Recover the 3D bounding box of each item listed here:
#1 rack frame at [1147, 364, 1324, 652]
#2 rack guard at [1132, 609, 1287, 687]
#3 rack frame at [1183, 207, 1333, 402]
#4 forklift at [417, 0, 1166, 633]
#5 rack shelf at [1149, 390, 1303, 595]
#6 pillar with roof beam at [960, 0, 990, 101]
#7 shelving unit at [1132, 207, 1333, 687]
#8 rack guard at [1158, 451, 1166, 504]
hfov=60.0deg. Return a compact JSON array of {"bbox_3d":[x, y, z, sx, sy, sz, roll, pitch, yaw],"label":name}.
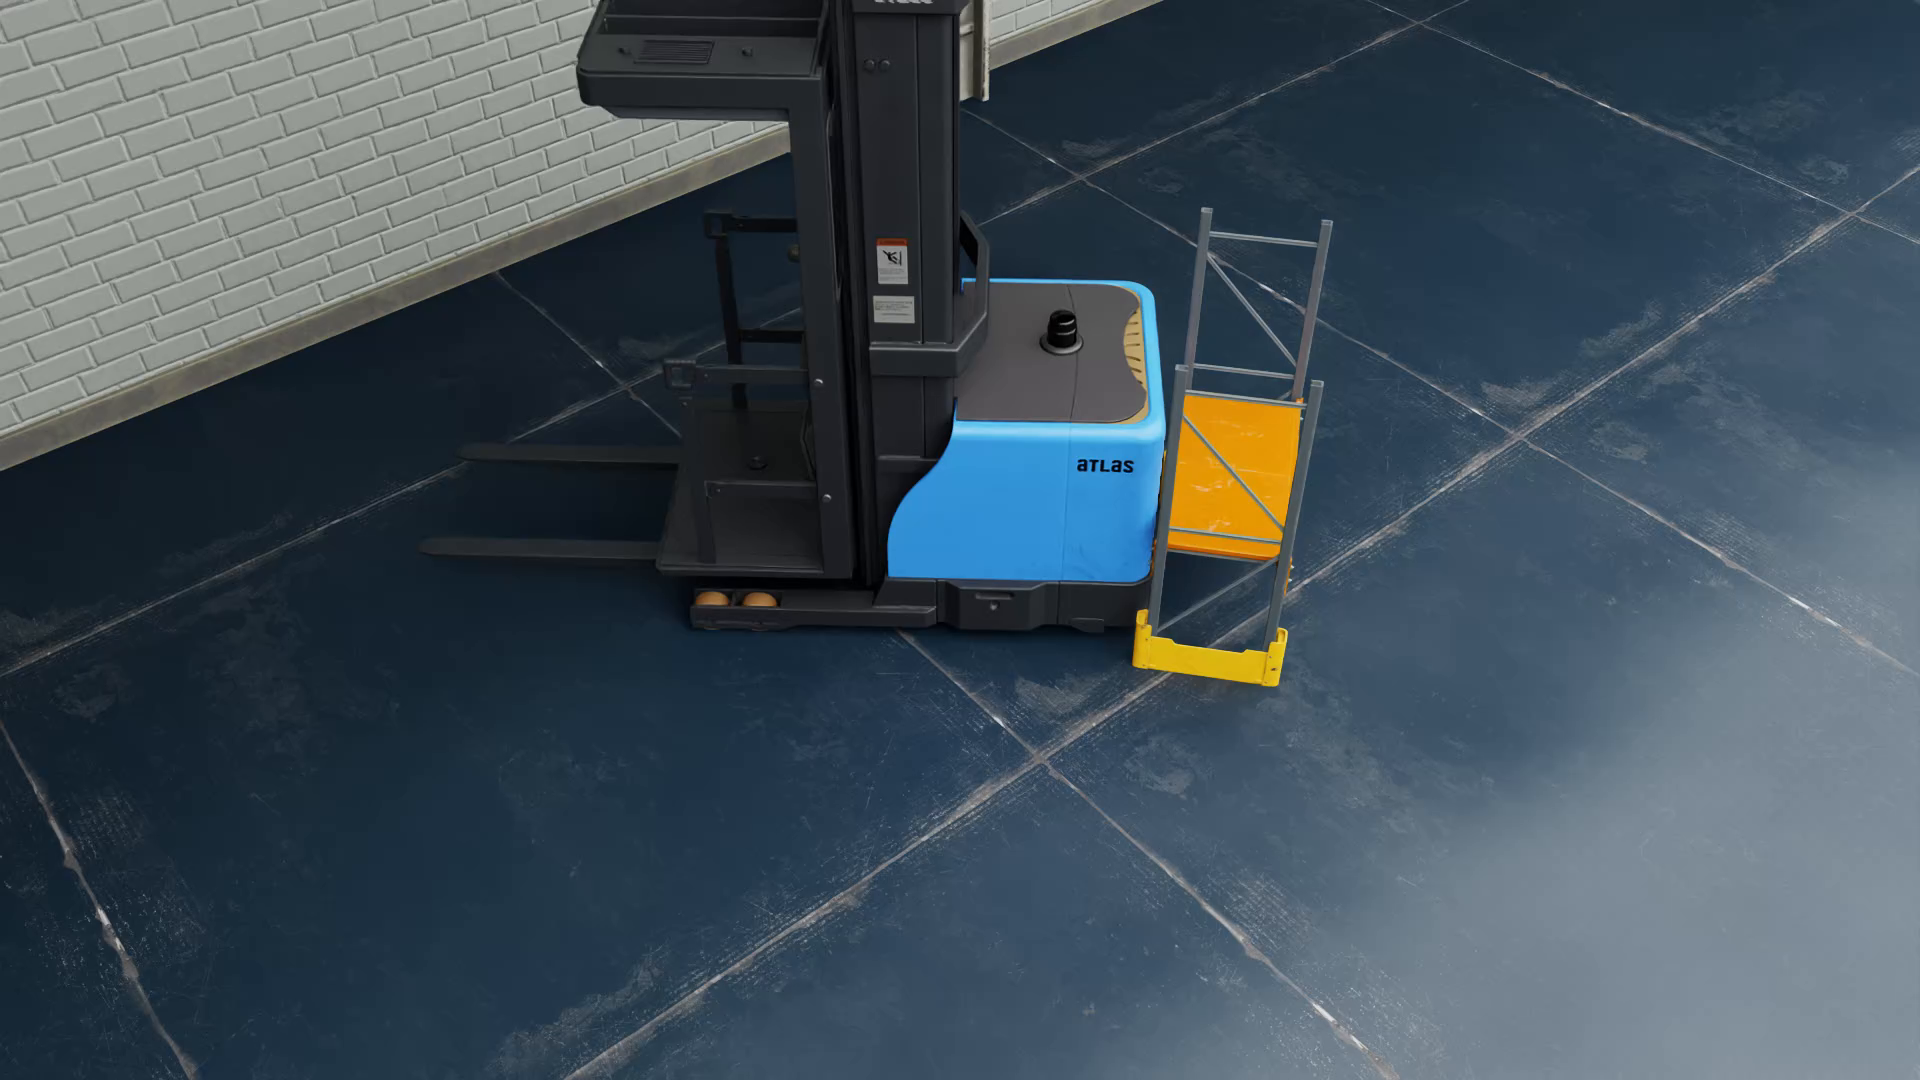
[{"bbox_3d":[0.983,-0.013,6.168,0.500,1.500,0.032,8,44,8],"label":"rack frame"},{"bbox_3d":[0.987,0.430,6.610,0.587,0.250,0.087,8,44,8],"label":"rack guard"},{"bbox_3d":[1.177,-0.696,6.896,0.500,1.500,0.032,8,44,8],"label":"rack frame"},{"bbox_3d":[-0.722,-1.054,6.231,3.031,2.935,1.130,1,43,1],"label":"forklift"},{"bbox_3d":[1.080,-0.223,6.655,0.538,0.185,1.000,8,44,8],"label":"rack shelf"},{"bbox_3d":[2.692,-3.695,4.611,0.400,9.000,9.100,-30,51,-28],"label":"pillar with roof beam"},{"bbox_3d":[1.082,-0.361,6.539,0.587,1.500,1.083,8,44,8],"label":"shelving unit"},{"bbox_3d":[1.177,-0.240,7.323,0.587,0.250,0.087,8,44,8],"label":"rack guard"}]
